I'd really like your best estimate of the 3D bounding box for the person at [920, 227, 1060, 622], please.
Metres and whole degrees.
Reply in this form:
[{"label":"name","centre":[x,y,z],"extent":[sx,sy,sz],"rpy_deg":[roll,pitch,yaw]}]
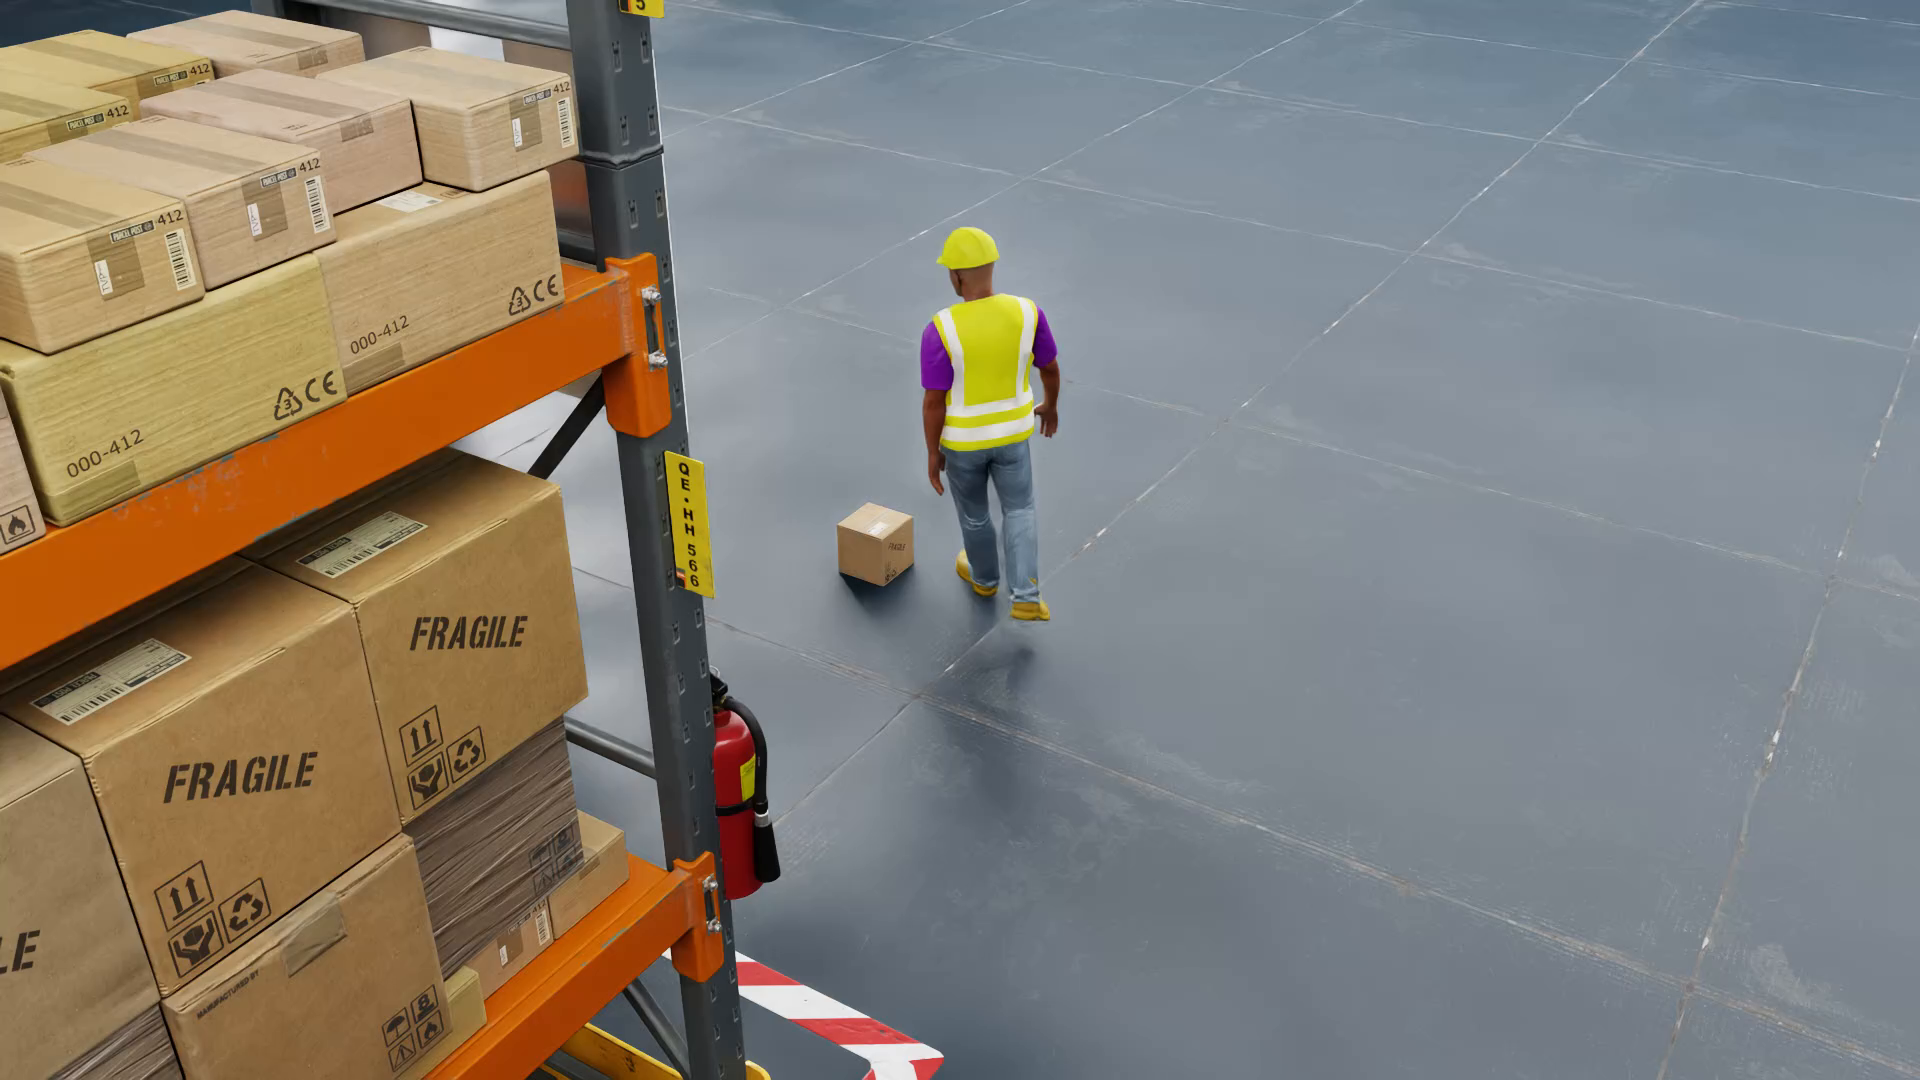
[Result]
[{"label":"person","centre":[0.142,-0.444,6.872],"extent":[0.654,1.754,0.822],"rpy_deg":[-9,31,-14]}]
